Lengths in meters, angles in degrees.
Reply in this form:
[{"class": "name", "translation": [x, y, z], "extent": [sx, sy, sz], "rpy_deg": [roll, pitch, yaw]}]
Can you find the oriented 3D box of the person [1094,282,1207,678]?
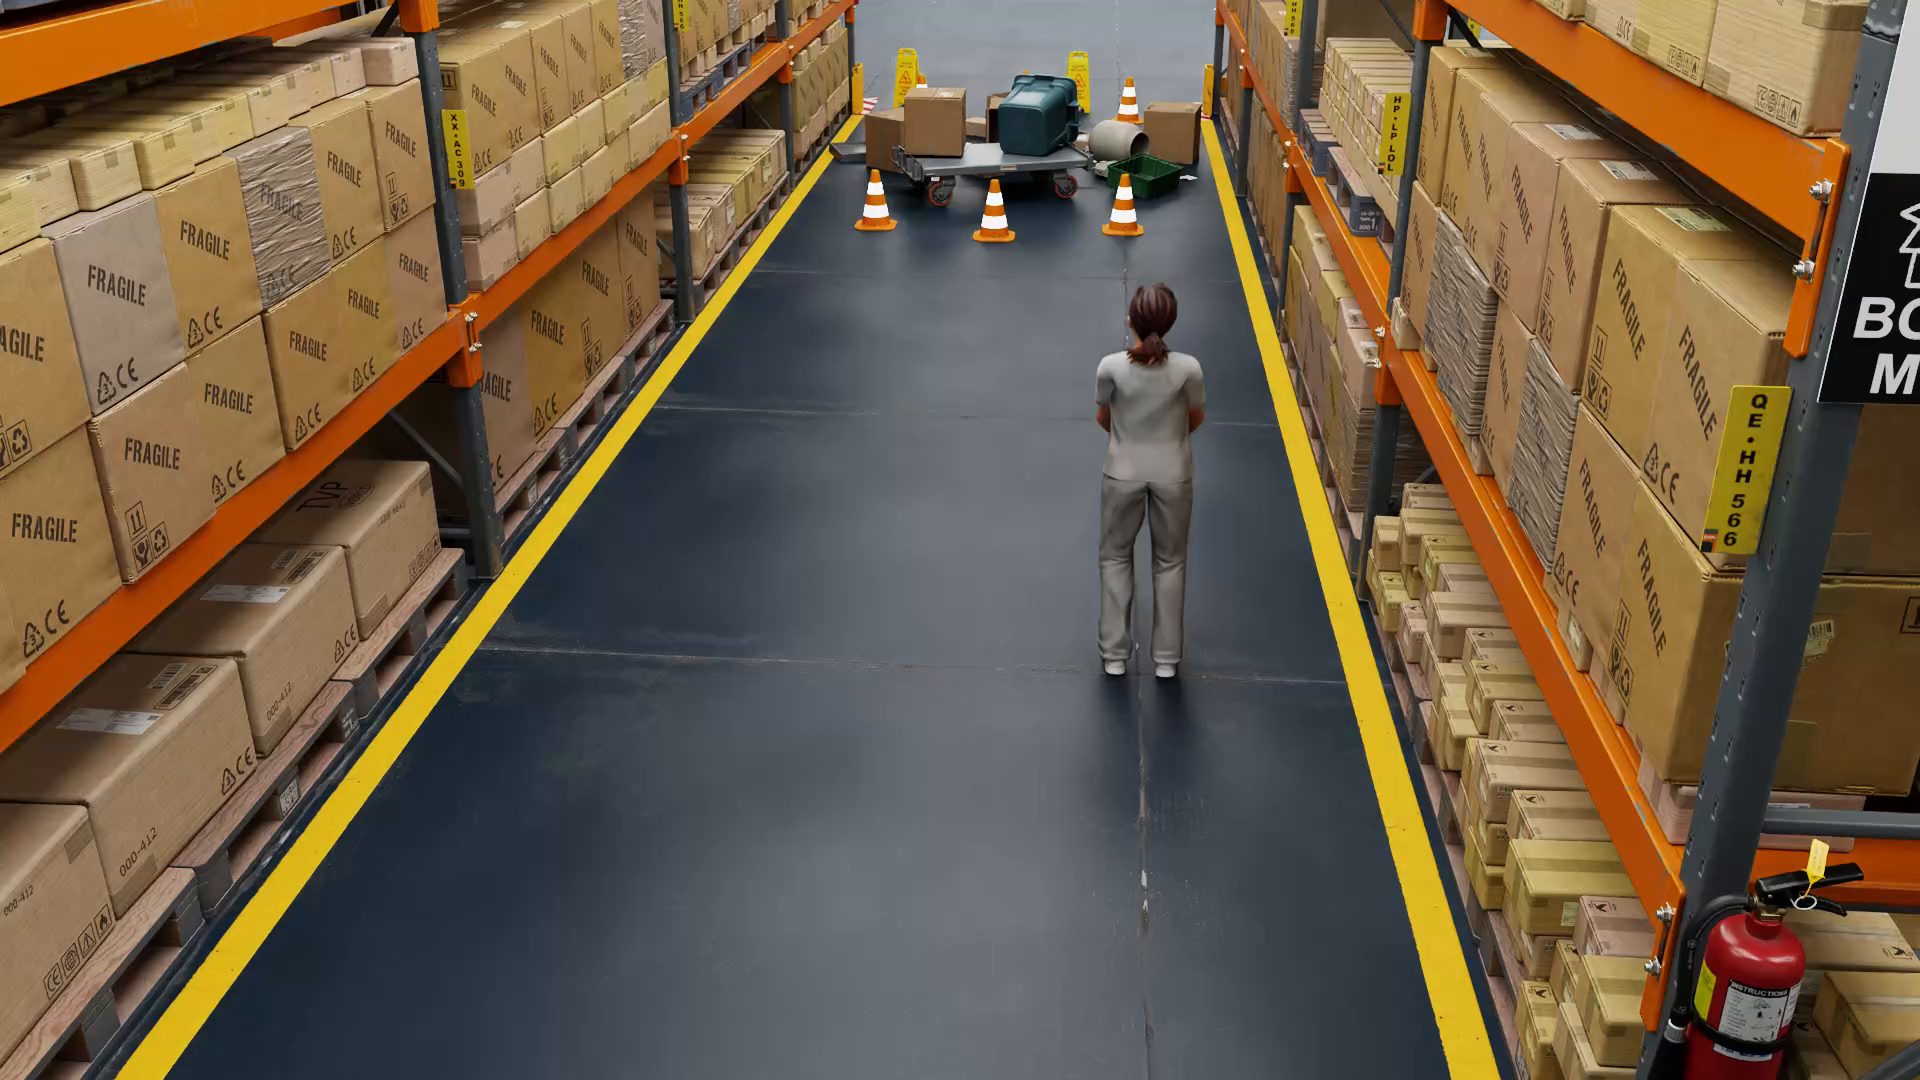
[{"class": "person", "translation": [0.749, -0.256, 6.686], "extent": [0.436, 1.659, 0.554], "rpy_deg": [2, 25, 5]}]
